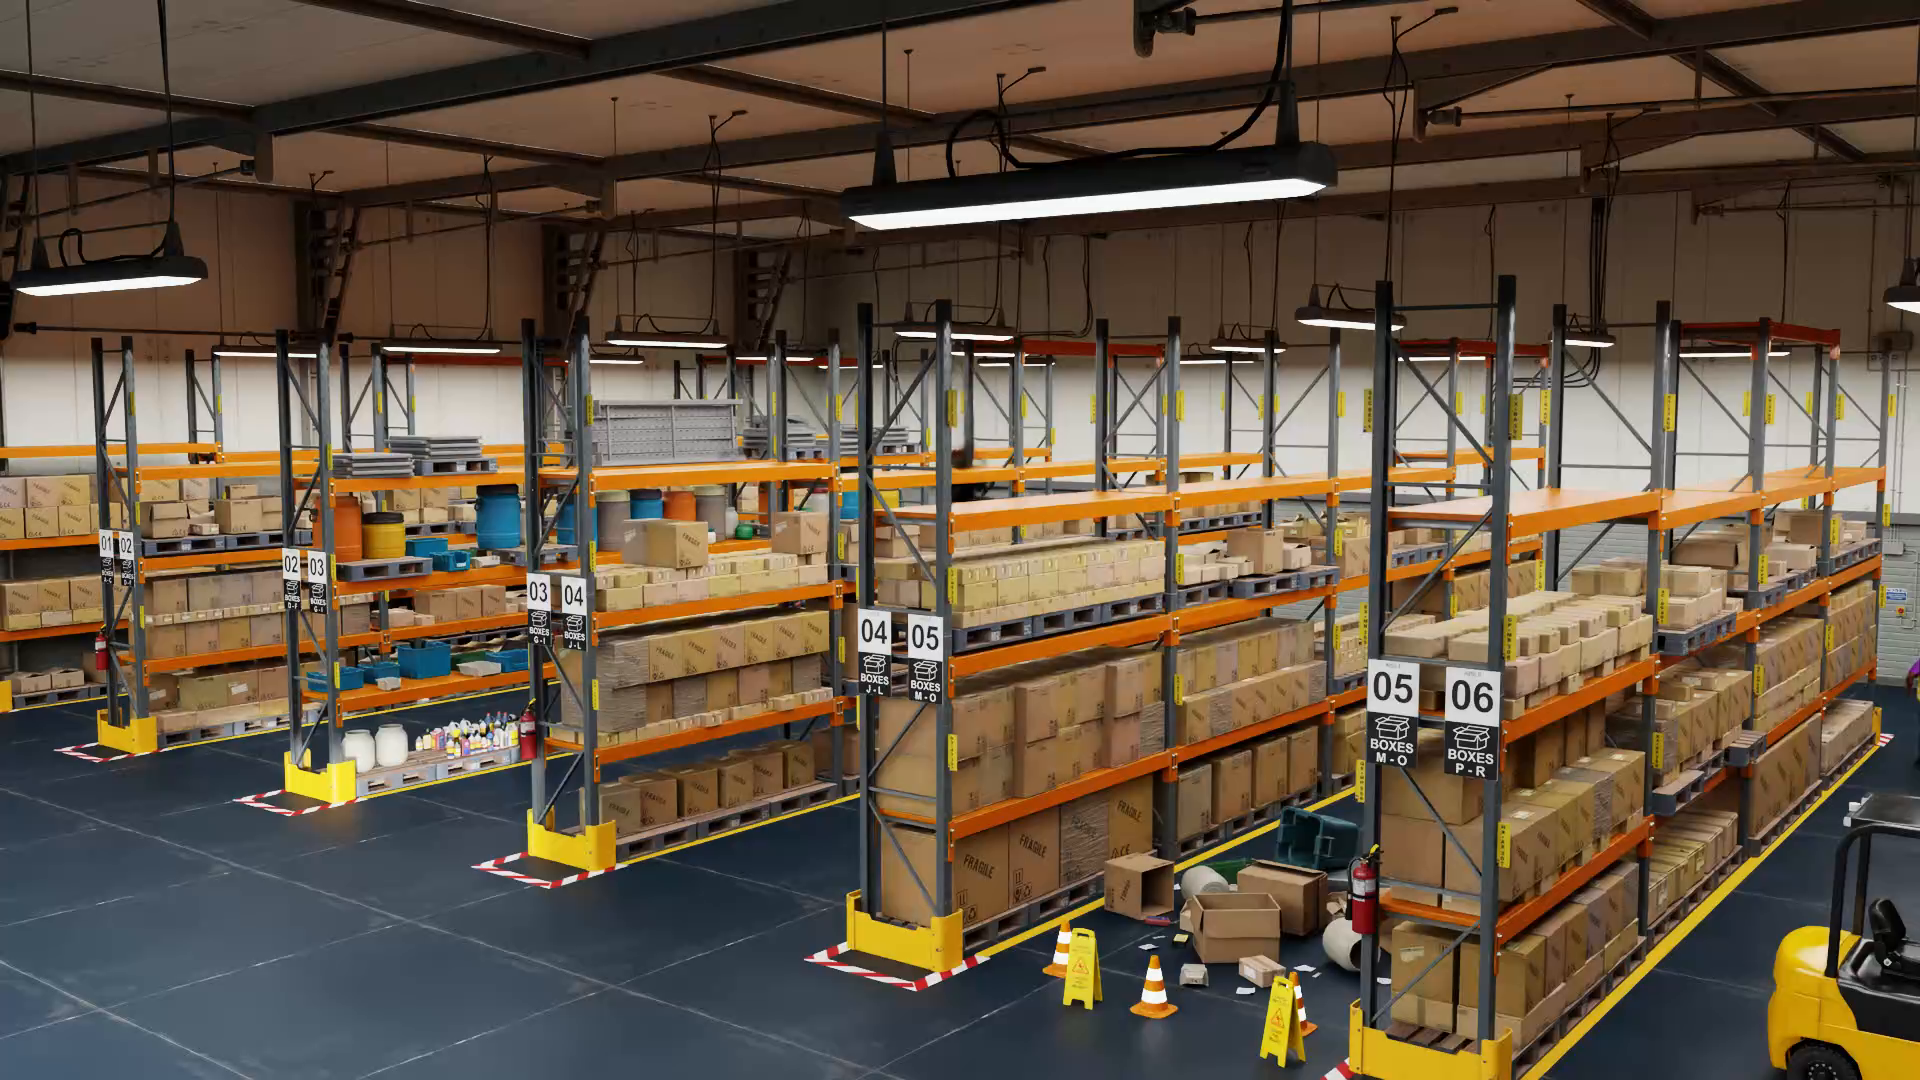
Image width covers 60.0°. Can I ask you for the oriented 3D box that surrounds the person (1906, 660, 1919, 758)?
[{"bbox_3d":[13.547,2.249,23.121,0.703,1.763,0.946,3,6,30],"label":"person"}]
